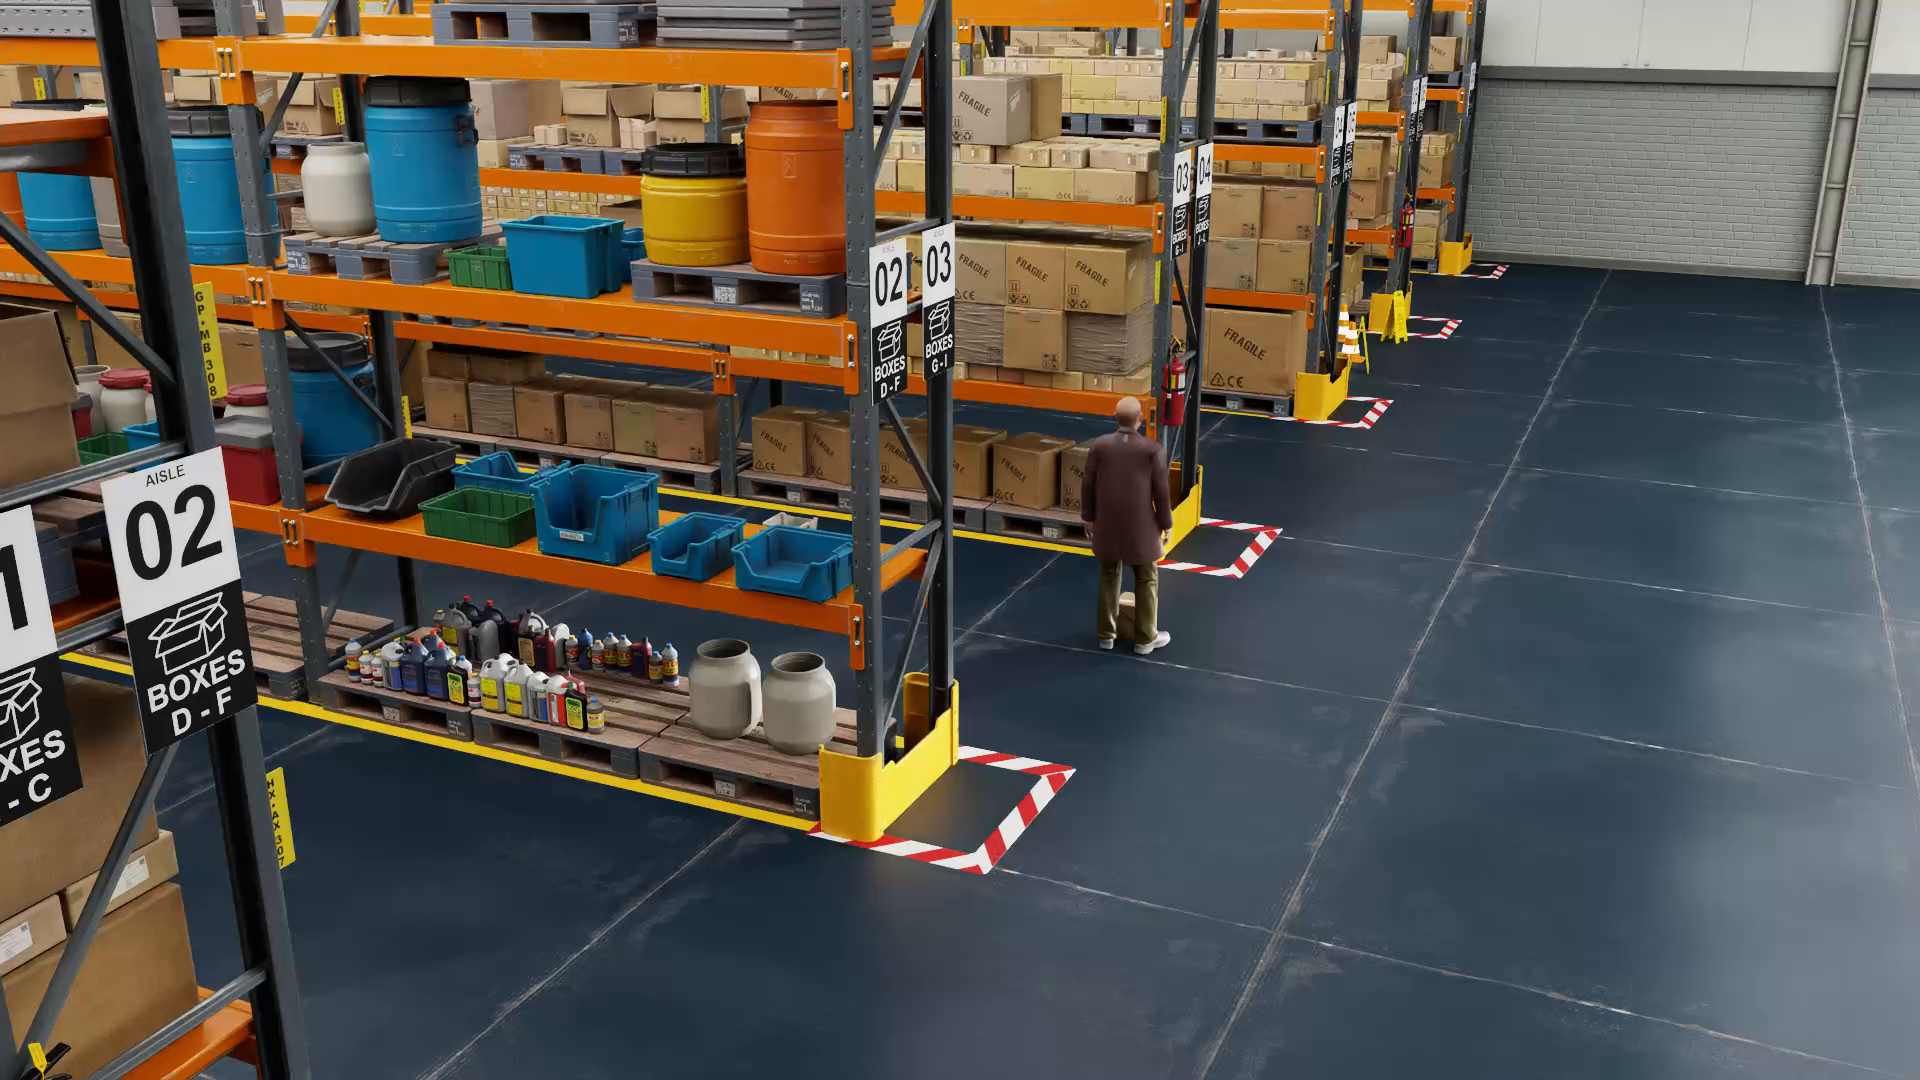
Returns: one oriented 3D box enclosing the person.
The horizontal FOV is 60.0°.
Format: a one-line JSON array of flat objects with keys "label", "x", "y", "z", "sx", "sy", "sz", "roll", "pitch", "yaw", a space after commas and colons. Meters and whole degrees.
[{"label": "person", "x": 1.139, "y": -0.108, "z": 11.403, "sx": 0.656, "sy": 1.774, "sz": 0.418, "roll": 7, "pitch": 20, "yaw": 21}]
